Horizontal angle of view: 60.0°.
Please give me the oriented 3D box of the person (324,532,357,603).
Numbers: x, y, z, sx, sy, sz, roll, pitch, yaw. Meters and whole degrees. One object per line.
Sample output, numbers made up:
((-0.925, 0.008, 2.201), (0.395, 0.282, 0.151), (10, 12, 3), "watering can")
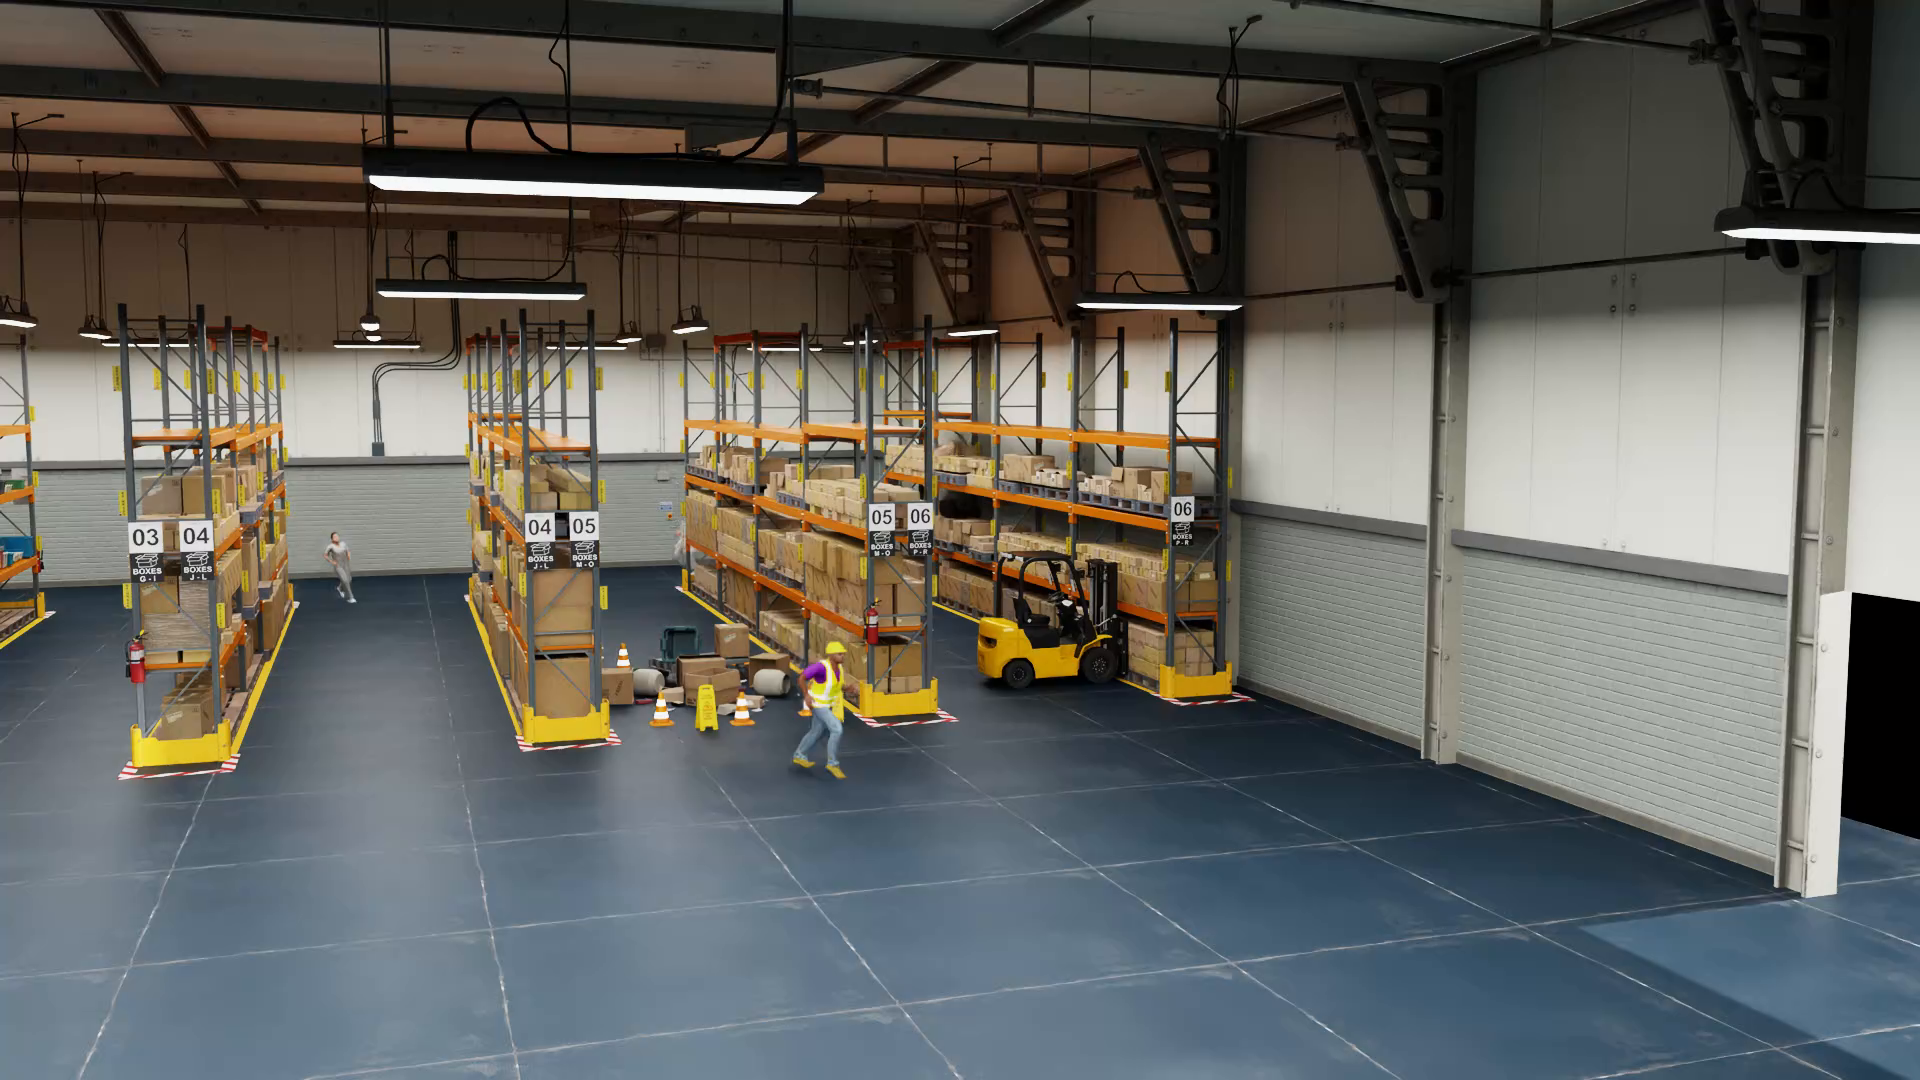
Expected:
((-14.132, 0.617, 37.782), (0.690, 1.622, 0.597), (5, 7, 42), "person")

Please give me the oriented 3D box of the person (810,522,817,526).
((-3.347, 0.328, 37.188), (0.632, 1.866, 0.799), (-2, 6, -16), "person")

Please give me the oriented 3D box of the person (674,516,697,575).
((-7.041, 0.066, 42.749), (0.722, 1.756, 0.683), (-5, 7, -43), "person")

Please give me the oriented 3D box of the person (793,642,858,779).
((-1.775, 2.153, 21.211), (0.900, 1.758, 0.714), (3, 6, 25), "person")
